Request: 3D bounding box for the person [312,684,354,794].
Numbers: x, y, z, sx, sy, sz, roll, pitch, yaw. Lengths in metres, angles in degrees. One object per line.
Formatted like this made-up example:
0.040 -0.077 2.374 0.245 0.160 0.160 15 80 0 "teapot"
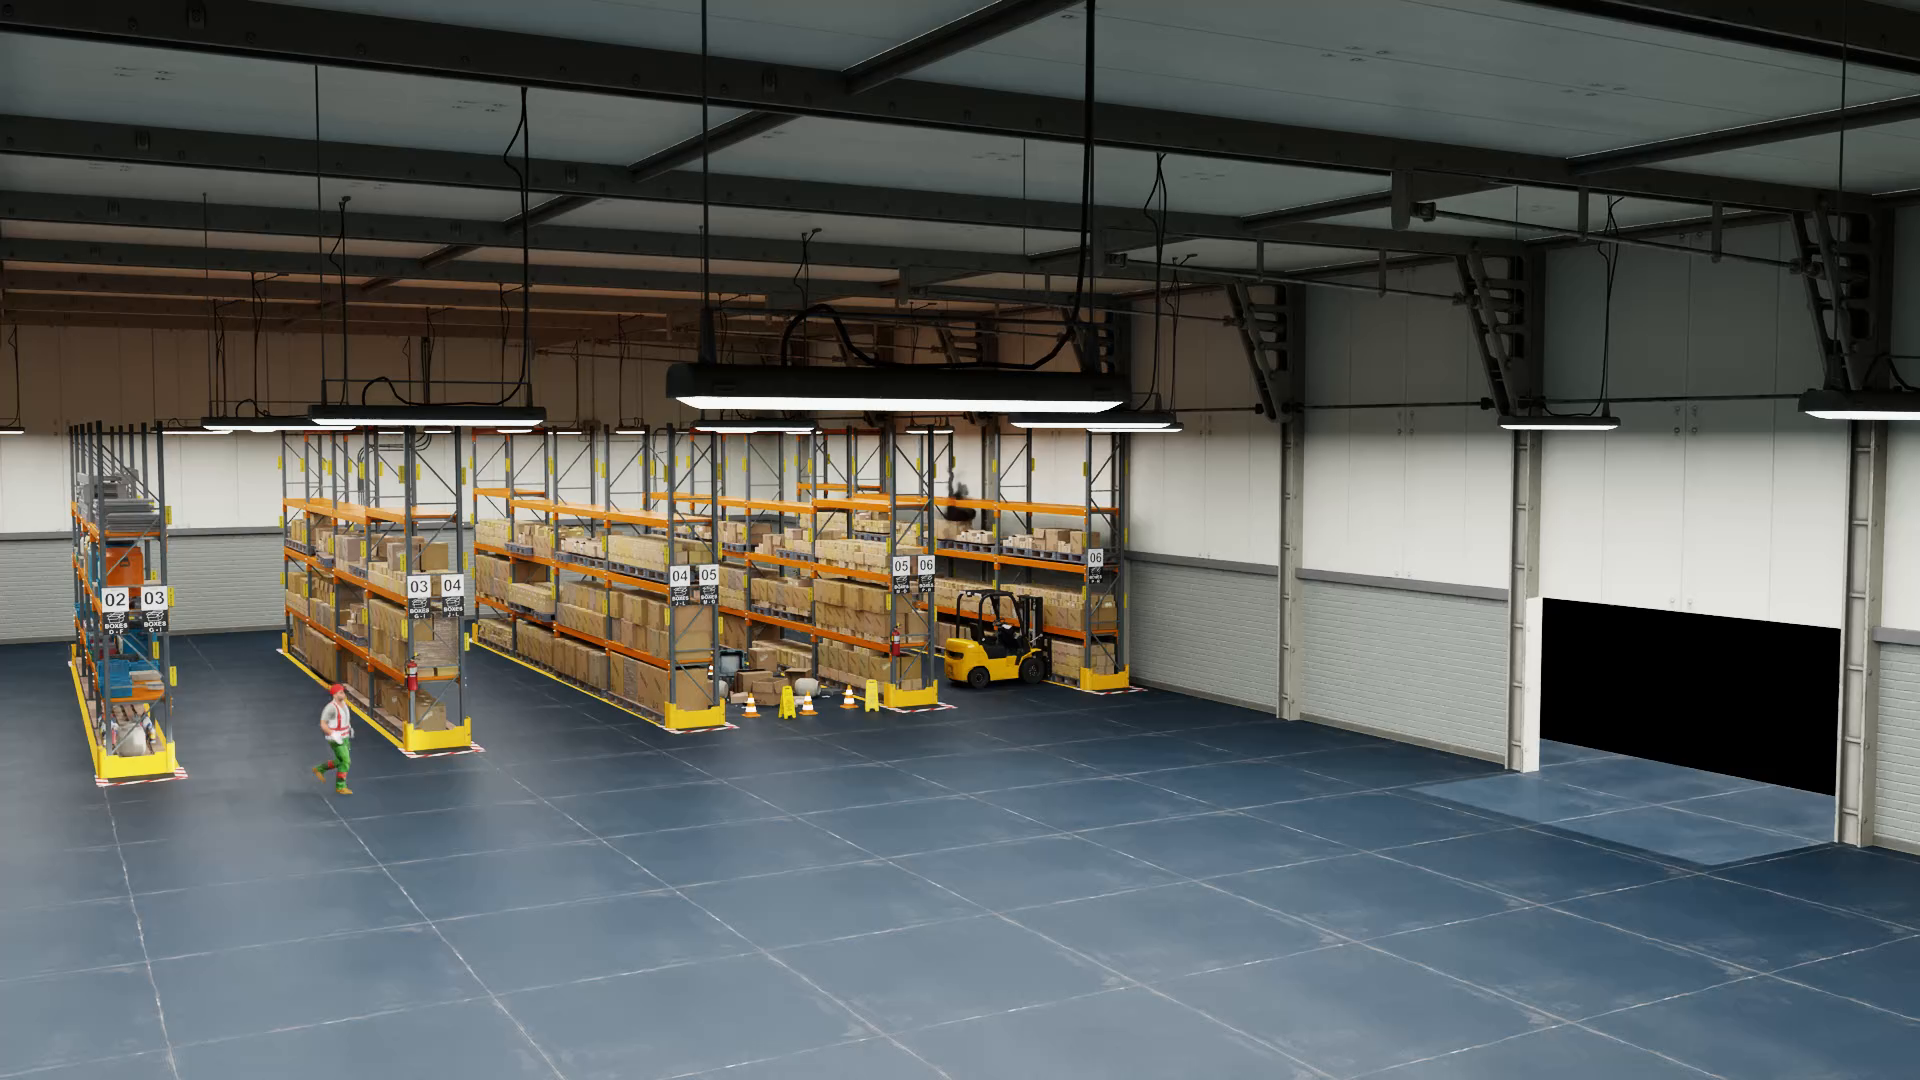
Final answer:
-10.112 3.197 26.774 0.702 1.777 0.665 1 4 8 "person"
